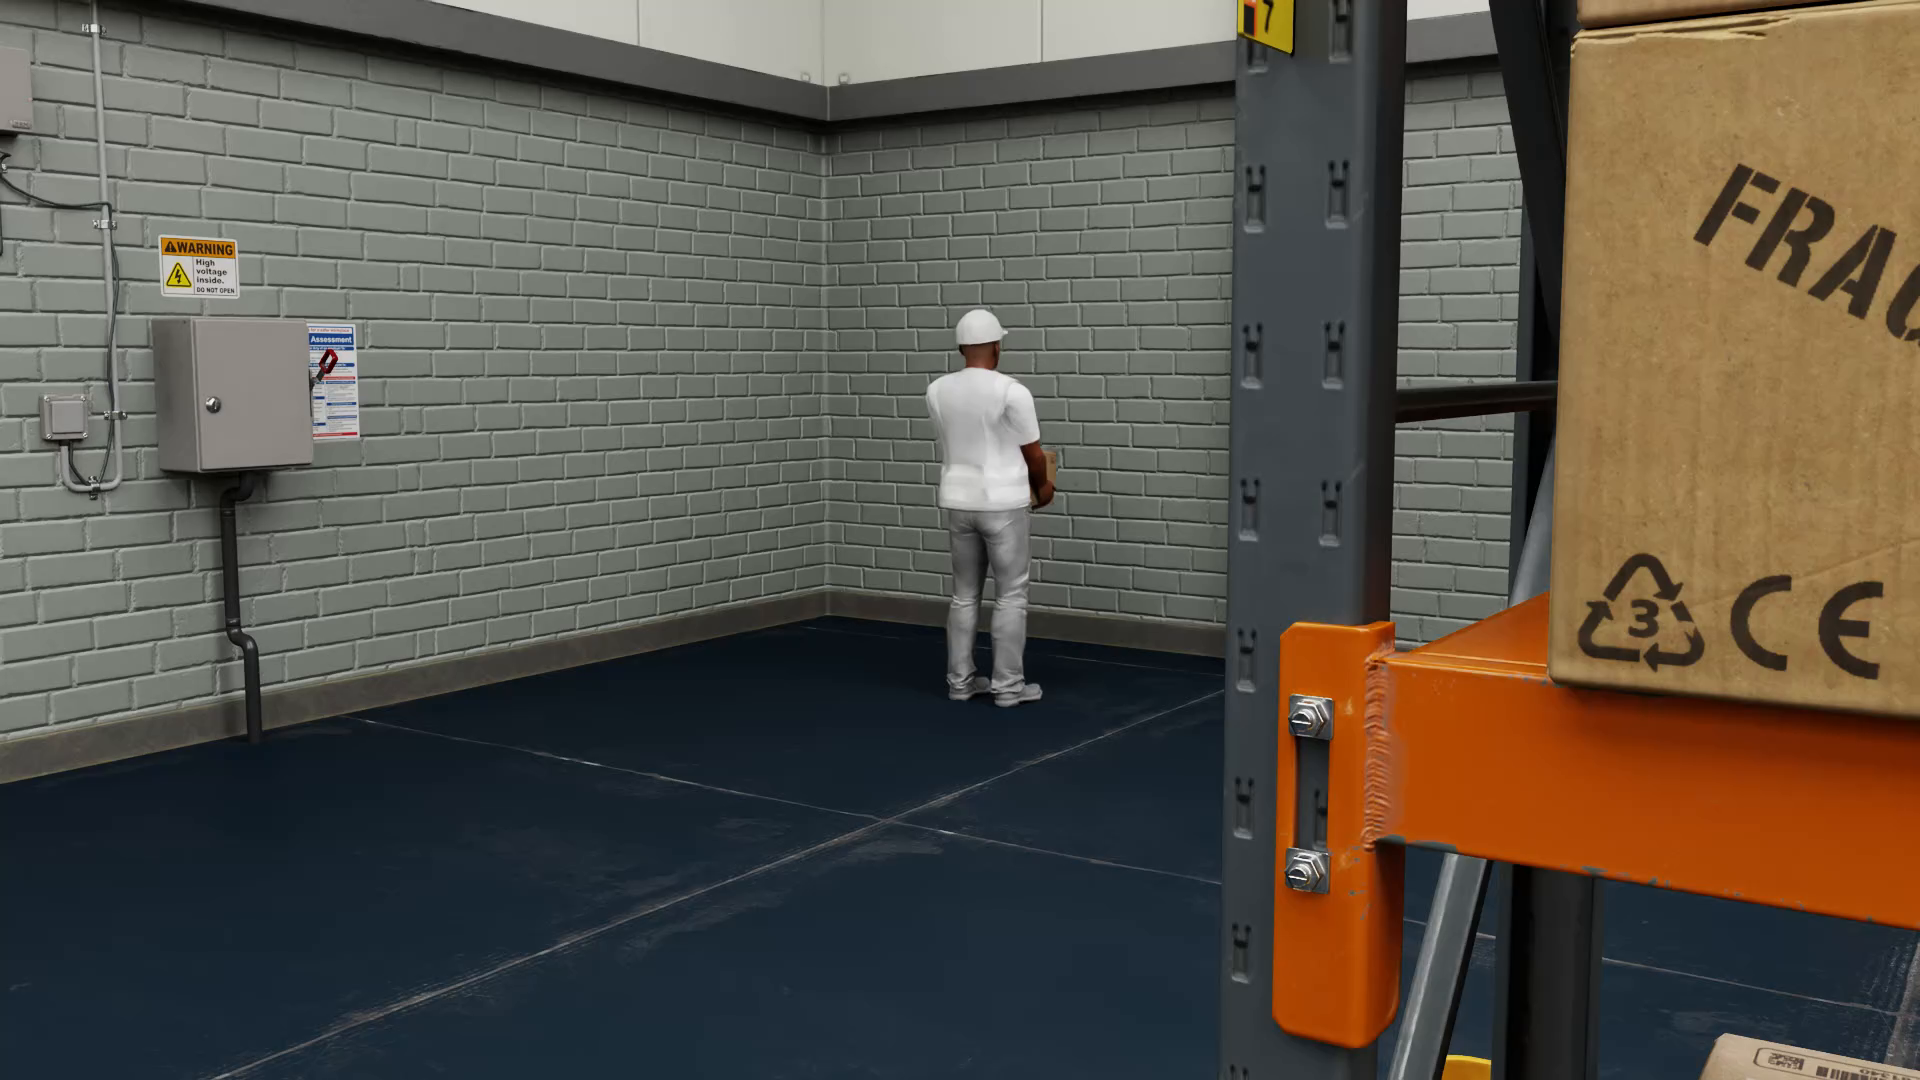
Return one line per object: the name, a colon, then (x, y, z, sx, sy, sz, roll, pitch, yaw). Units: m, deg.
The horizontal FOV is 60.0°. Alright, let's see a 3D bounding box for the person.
person: (0.166, -0.154, 7.573, 0.528, 1.769, 0.567, 4, 7, 33)
